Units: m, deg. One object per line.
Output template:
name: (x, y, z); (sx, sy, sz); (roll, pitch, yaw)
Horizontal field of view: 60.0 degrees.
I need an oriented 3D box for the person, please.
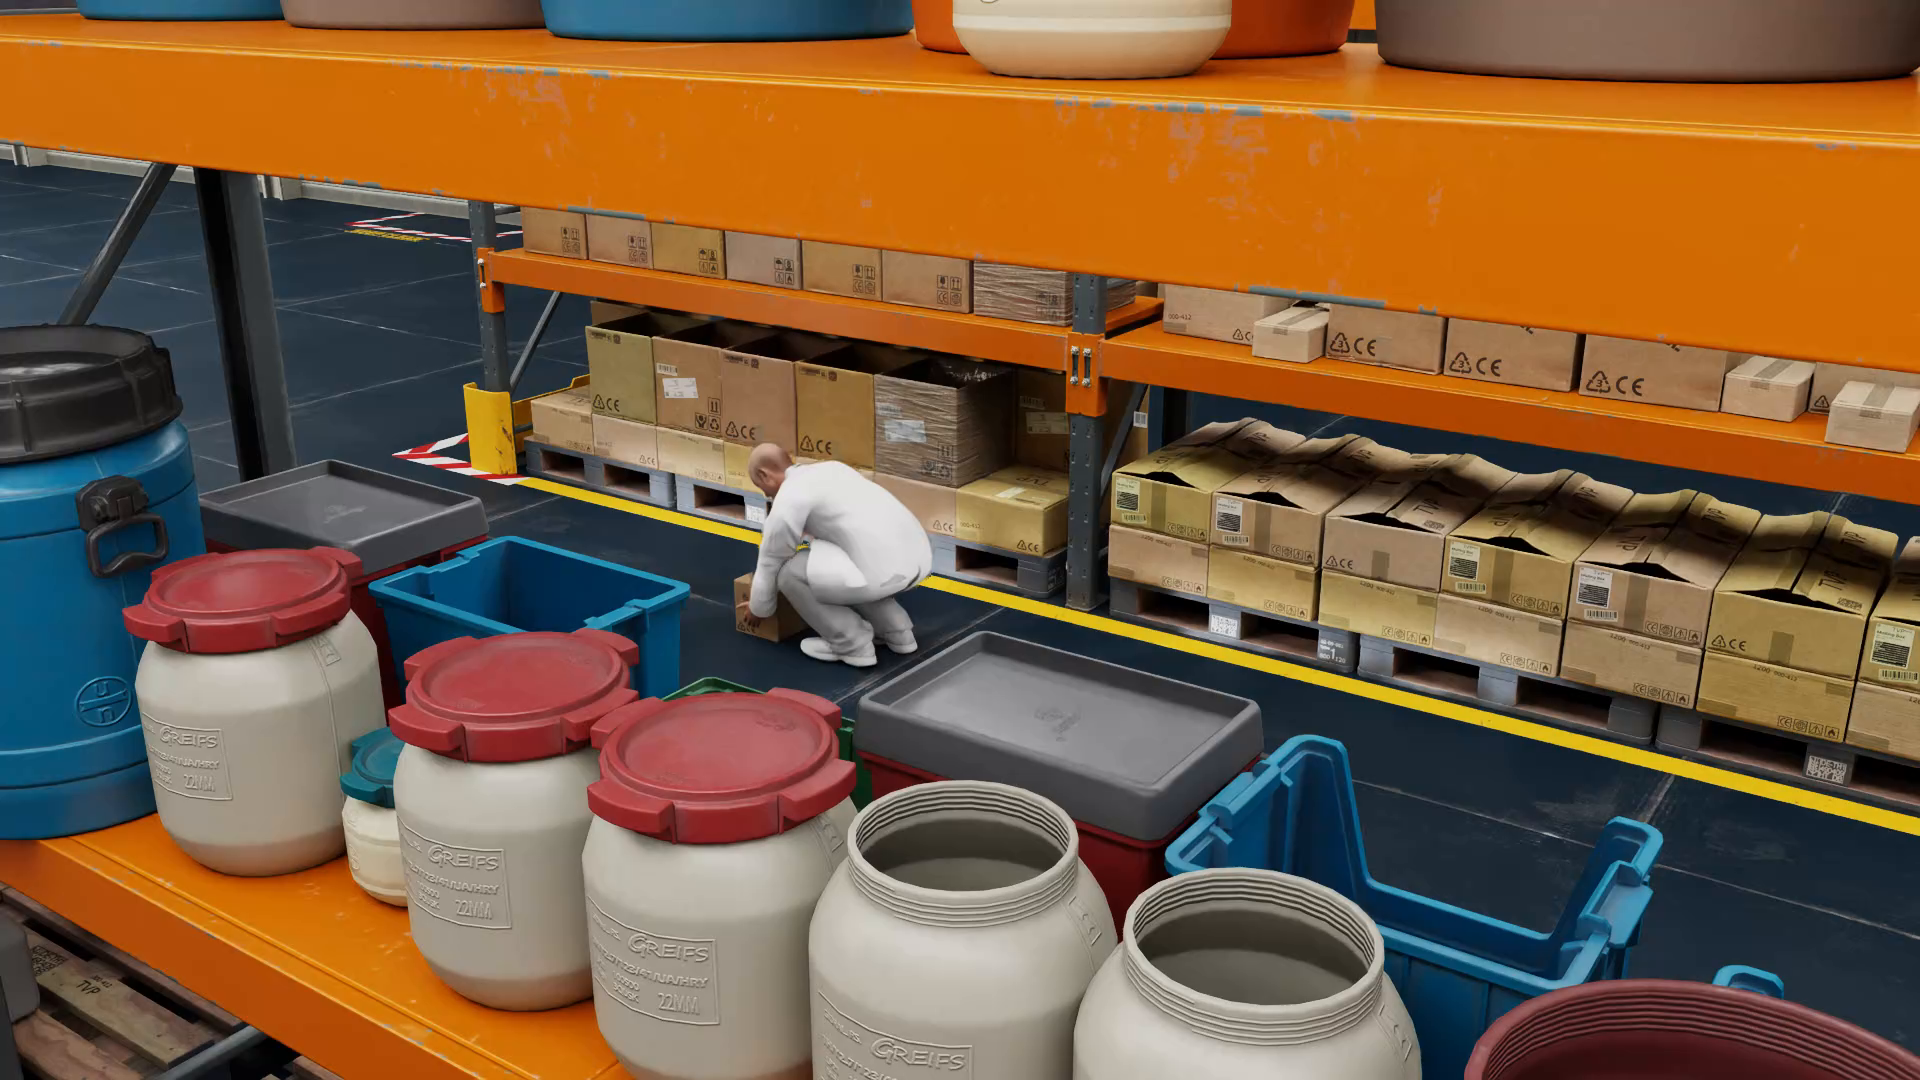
person: (-0.548, 0.065, 7.261); (0.907, 0.878, 0.606); (13, 23, 33)
